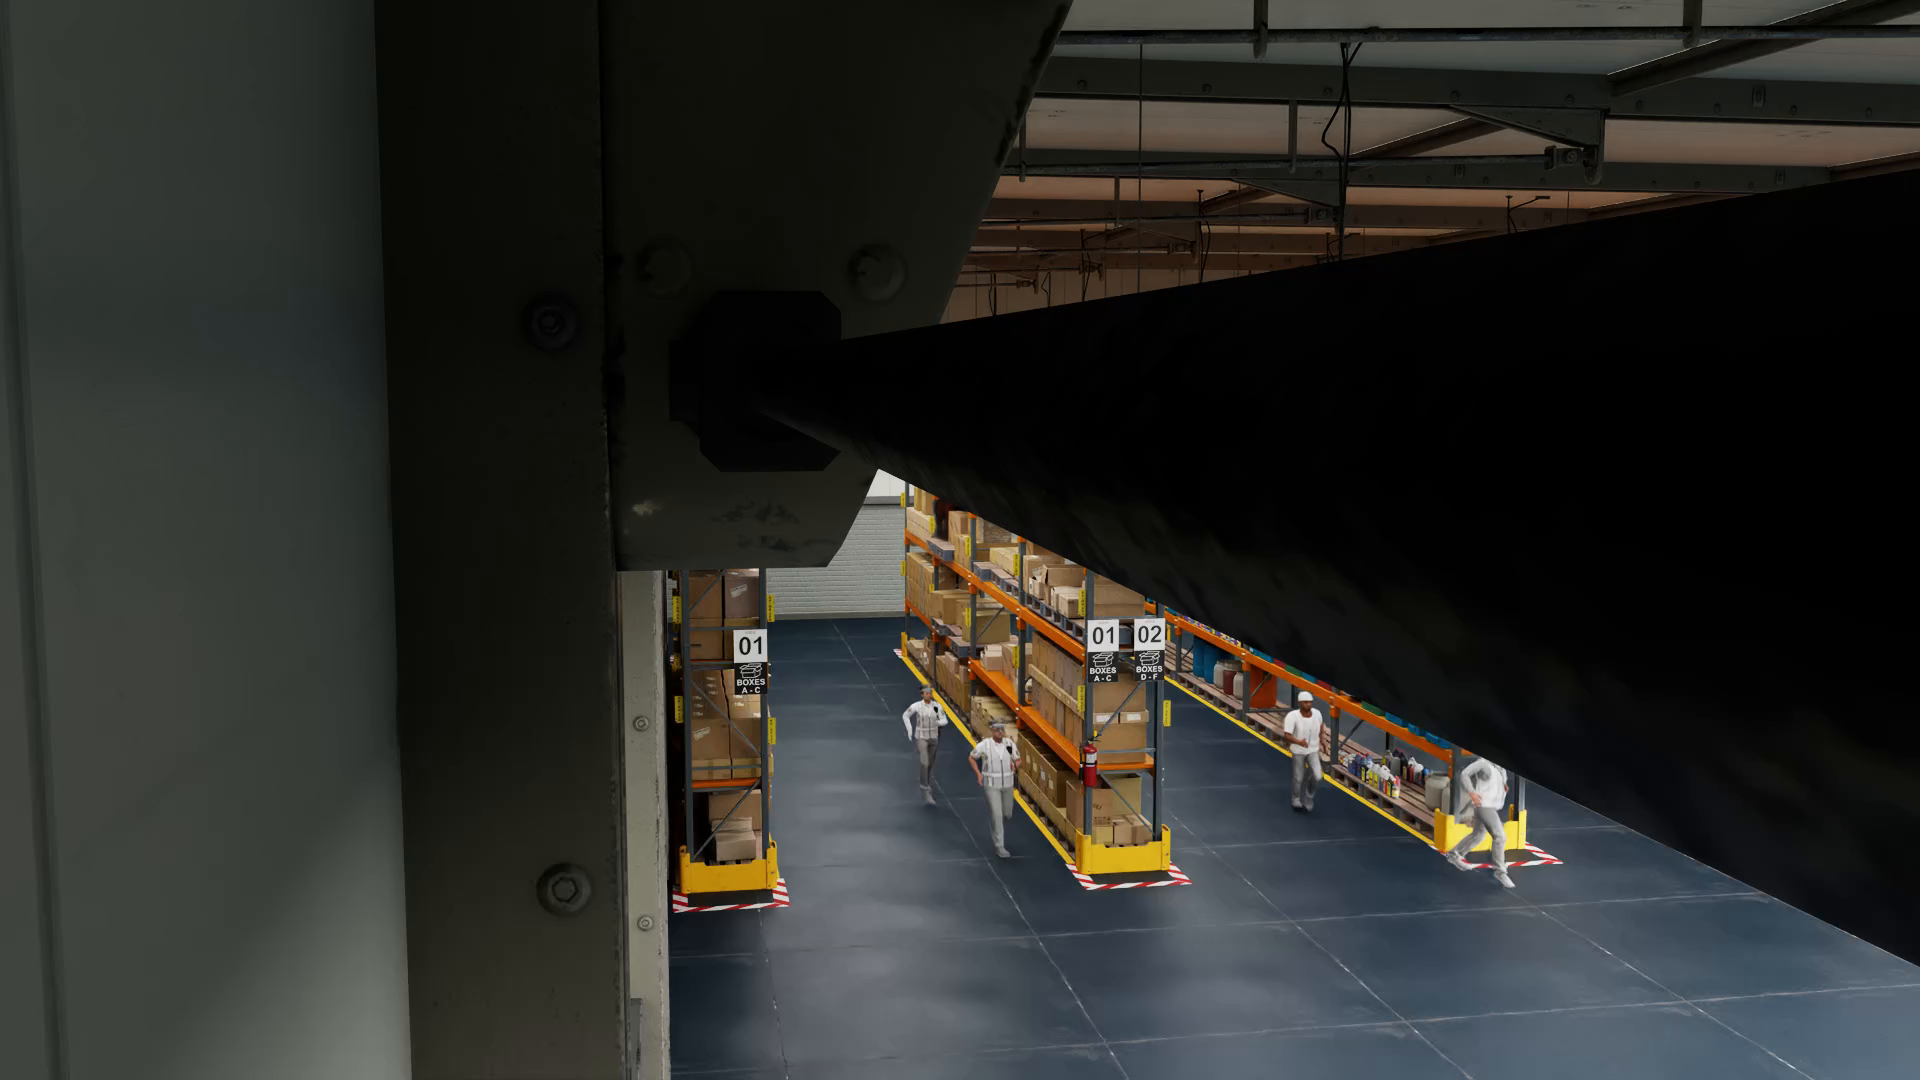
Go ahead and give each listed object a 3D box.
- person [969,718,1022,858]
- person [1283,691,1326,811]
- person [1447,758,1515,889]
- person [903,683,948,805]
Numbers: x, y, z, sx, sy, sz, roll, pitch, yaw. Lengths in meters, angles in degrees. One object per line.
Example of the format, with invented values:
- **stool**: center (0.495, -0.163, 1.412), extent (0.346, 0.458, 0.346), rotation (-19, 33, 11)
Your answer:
- **person**: center (0.491, 3.186, 21.766), extent (0.672, 1.755, 0.953), rotation (-2, 6, -20)
- **person**: center (4.919, 3.008, 23.629), extent (0.674, 1.737, 0.757), rotation (-1, 6, -8)
- **person**: center (6.546, 3.315, 20.648), extent (0.907, 1.787, 0.665), rotation (4, 7, 36)
- **person**: center (-0.485, 2.945, 24.416), extent (0.593, 1.727, 0.837), rotation (-2, 6, -22)
